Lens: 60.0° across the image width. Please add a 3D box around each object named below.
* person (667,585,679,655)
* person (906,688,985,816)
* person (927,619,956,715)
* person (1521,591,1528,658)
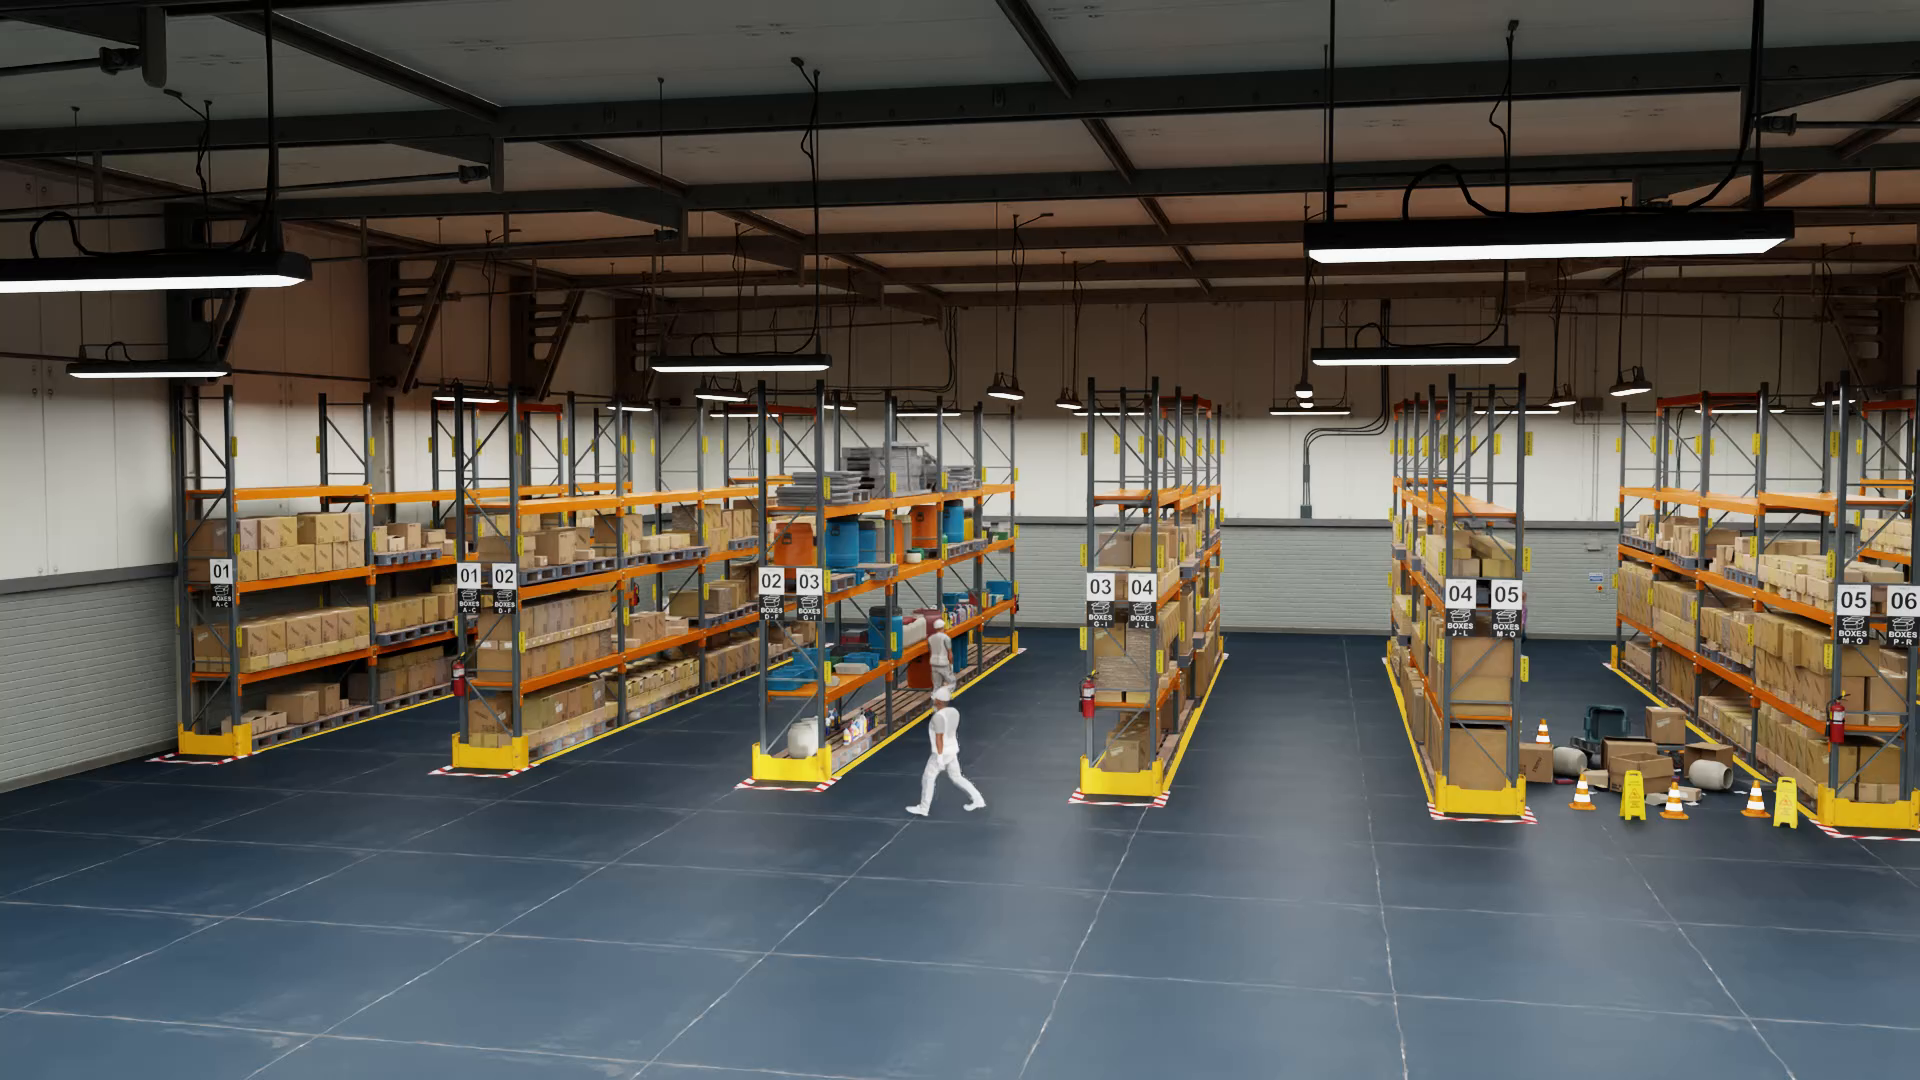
[{"bbox_3d":[-6.867,1.918,39.904,0.505,1.663,0.455,2,4,38],"label":"person"},{"bbox_3d":[-0.200,2.869,22.487,1.065,1.745,0.563,1,3,16],"label":"person"},{"bbox_3d":[-0.368,2.362,31.020,0.600,1.773,0.491,3,4,42],"label":"person"},{"bbox_3d":[13.207,2.023,39.175,0.340,1.644,0.477,2,4,31],"label":"person"}]
